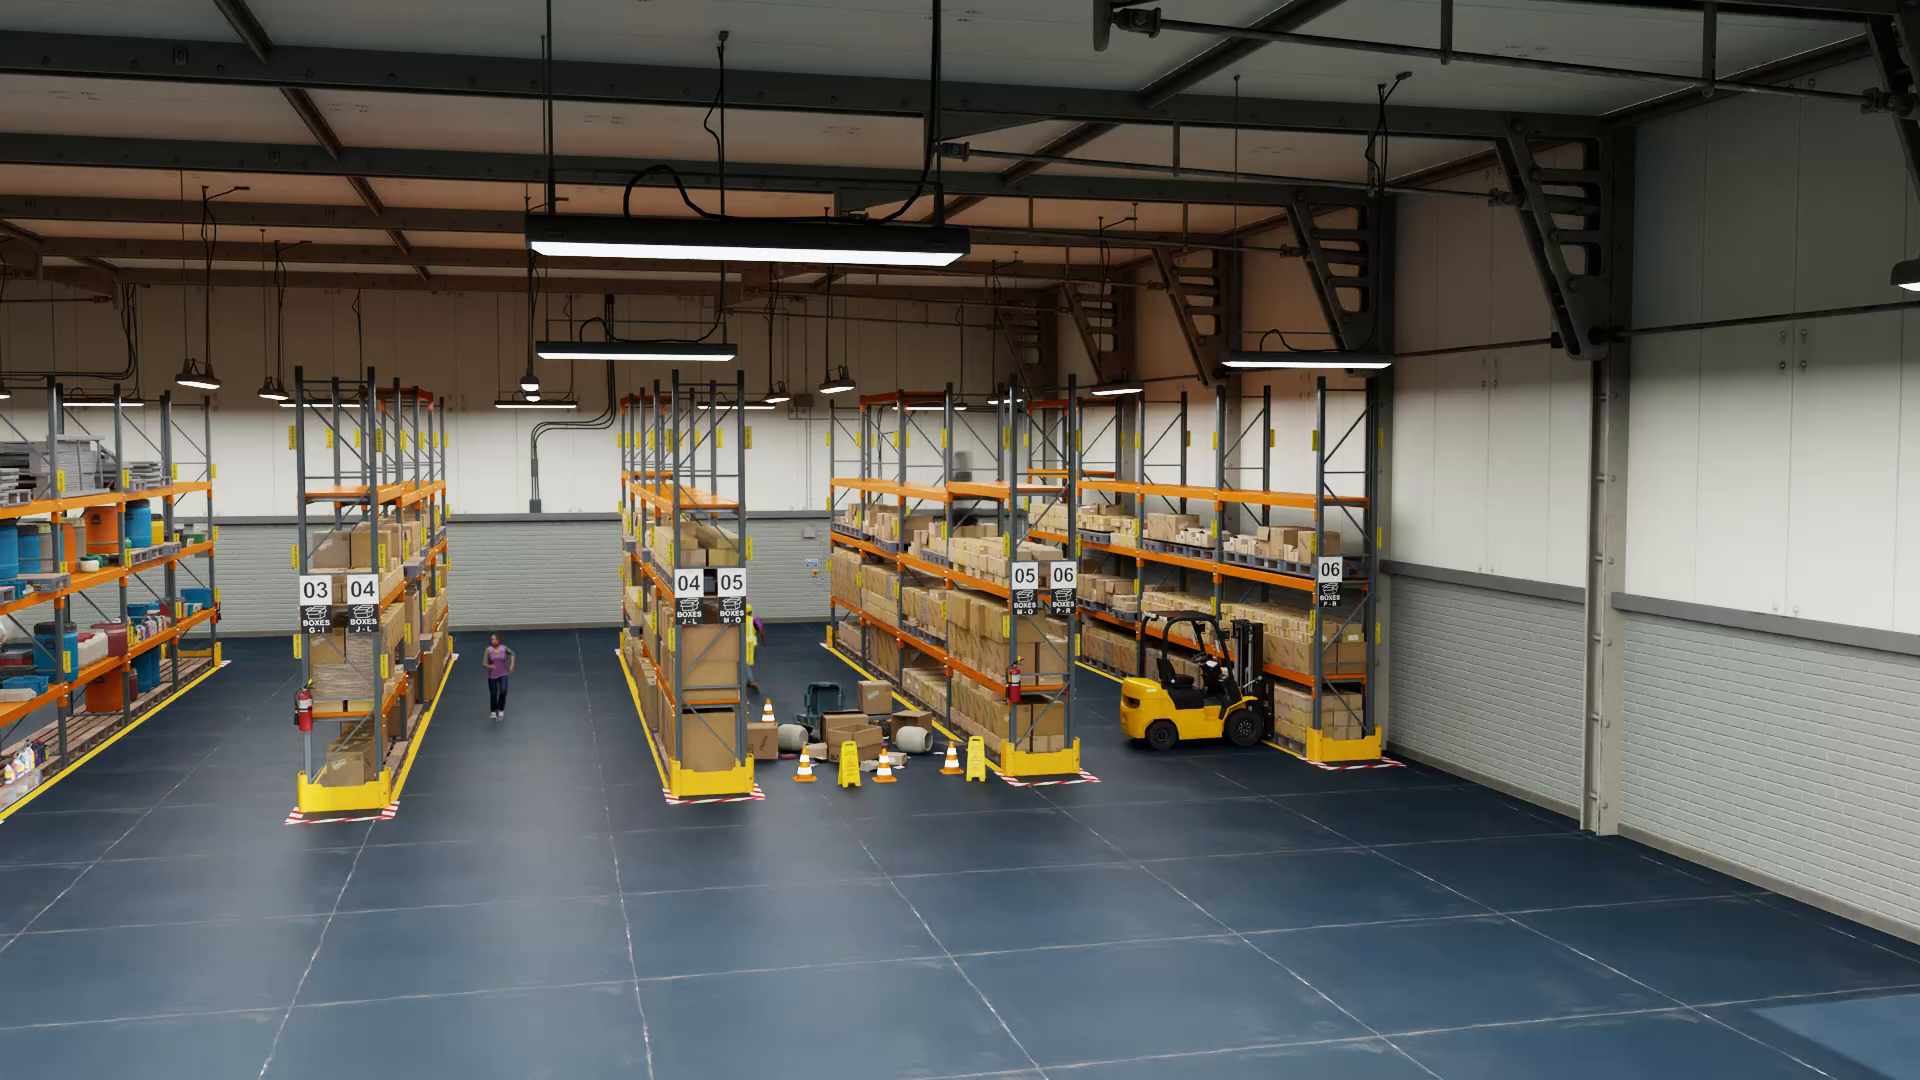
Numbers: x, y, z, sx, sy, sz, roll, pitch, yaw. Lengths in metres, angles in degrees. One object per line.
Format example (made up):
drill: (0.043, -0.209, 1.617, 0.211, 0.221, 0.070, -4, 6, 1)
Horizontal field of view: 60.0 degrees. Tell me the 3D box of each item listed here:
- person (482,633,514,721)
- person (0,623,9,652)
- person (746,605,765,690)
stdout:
person: (-8.199, 2.432, 29.553, 0.550, 1.559, 0.795, -1, 4, -14)
person: (-18.932, 2.198, 32.452, 0.649, 1.755, 0.629, -1, 4, -20)
person: (-4.281, 2.179, 33.439, 0.725, 1.708, 0.880, 0, 3, -6)
